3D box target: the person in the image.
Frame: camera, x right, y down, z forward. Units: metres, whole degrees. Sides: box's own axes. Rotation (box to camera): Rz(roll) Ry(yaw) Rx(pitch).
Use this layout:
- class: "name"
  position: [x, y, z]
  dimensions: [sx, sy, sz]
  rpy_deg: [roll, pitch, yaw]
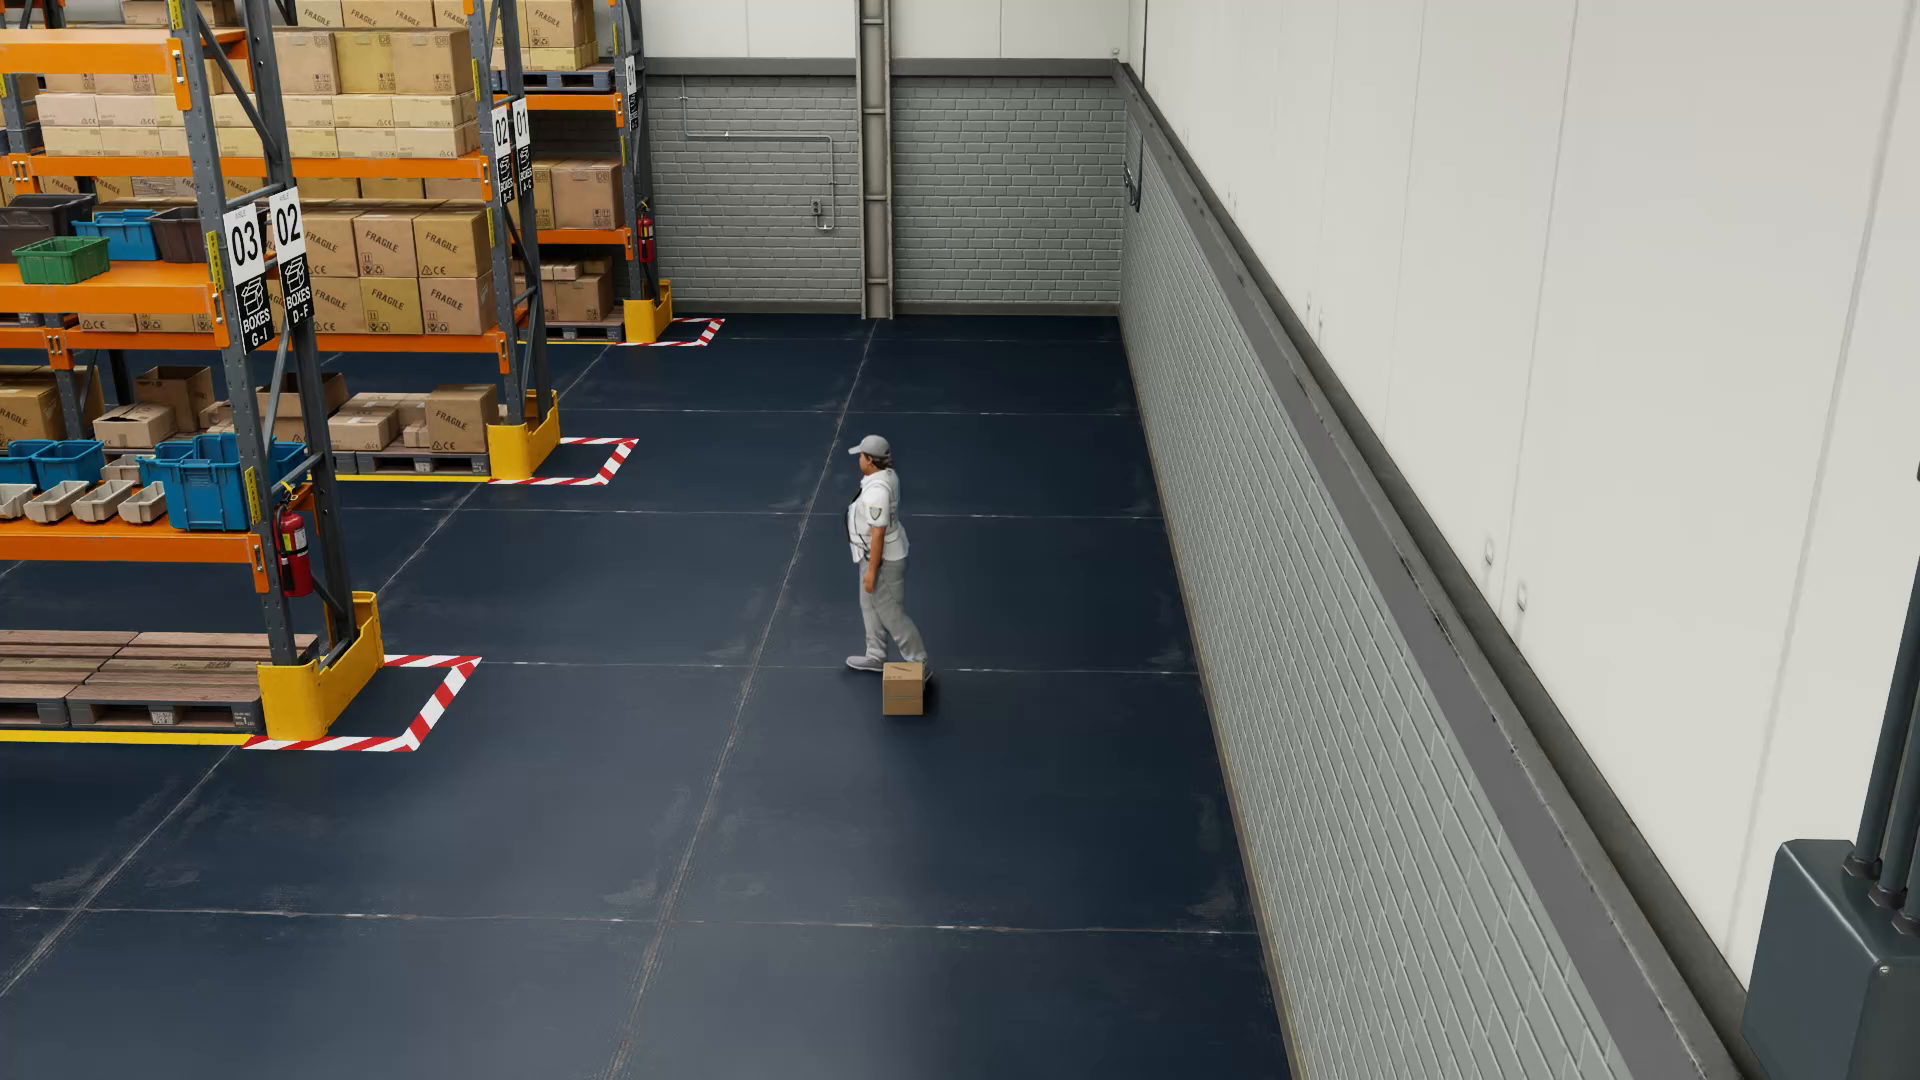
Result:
- class: "person"
  position: [-0.471, 0.125, 10.749]
  dimensions: [0.596, 1.649, 0.645]
  rpy_deg: [1, 21, 3]
